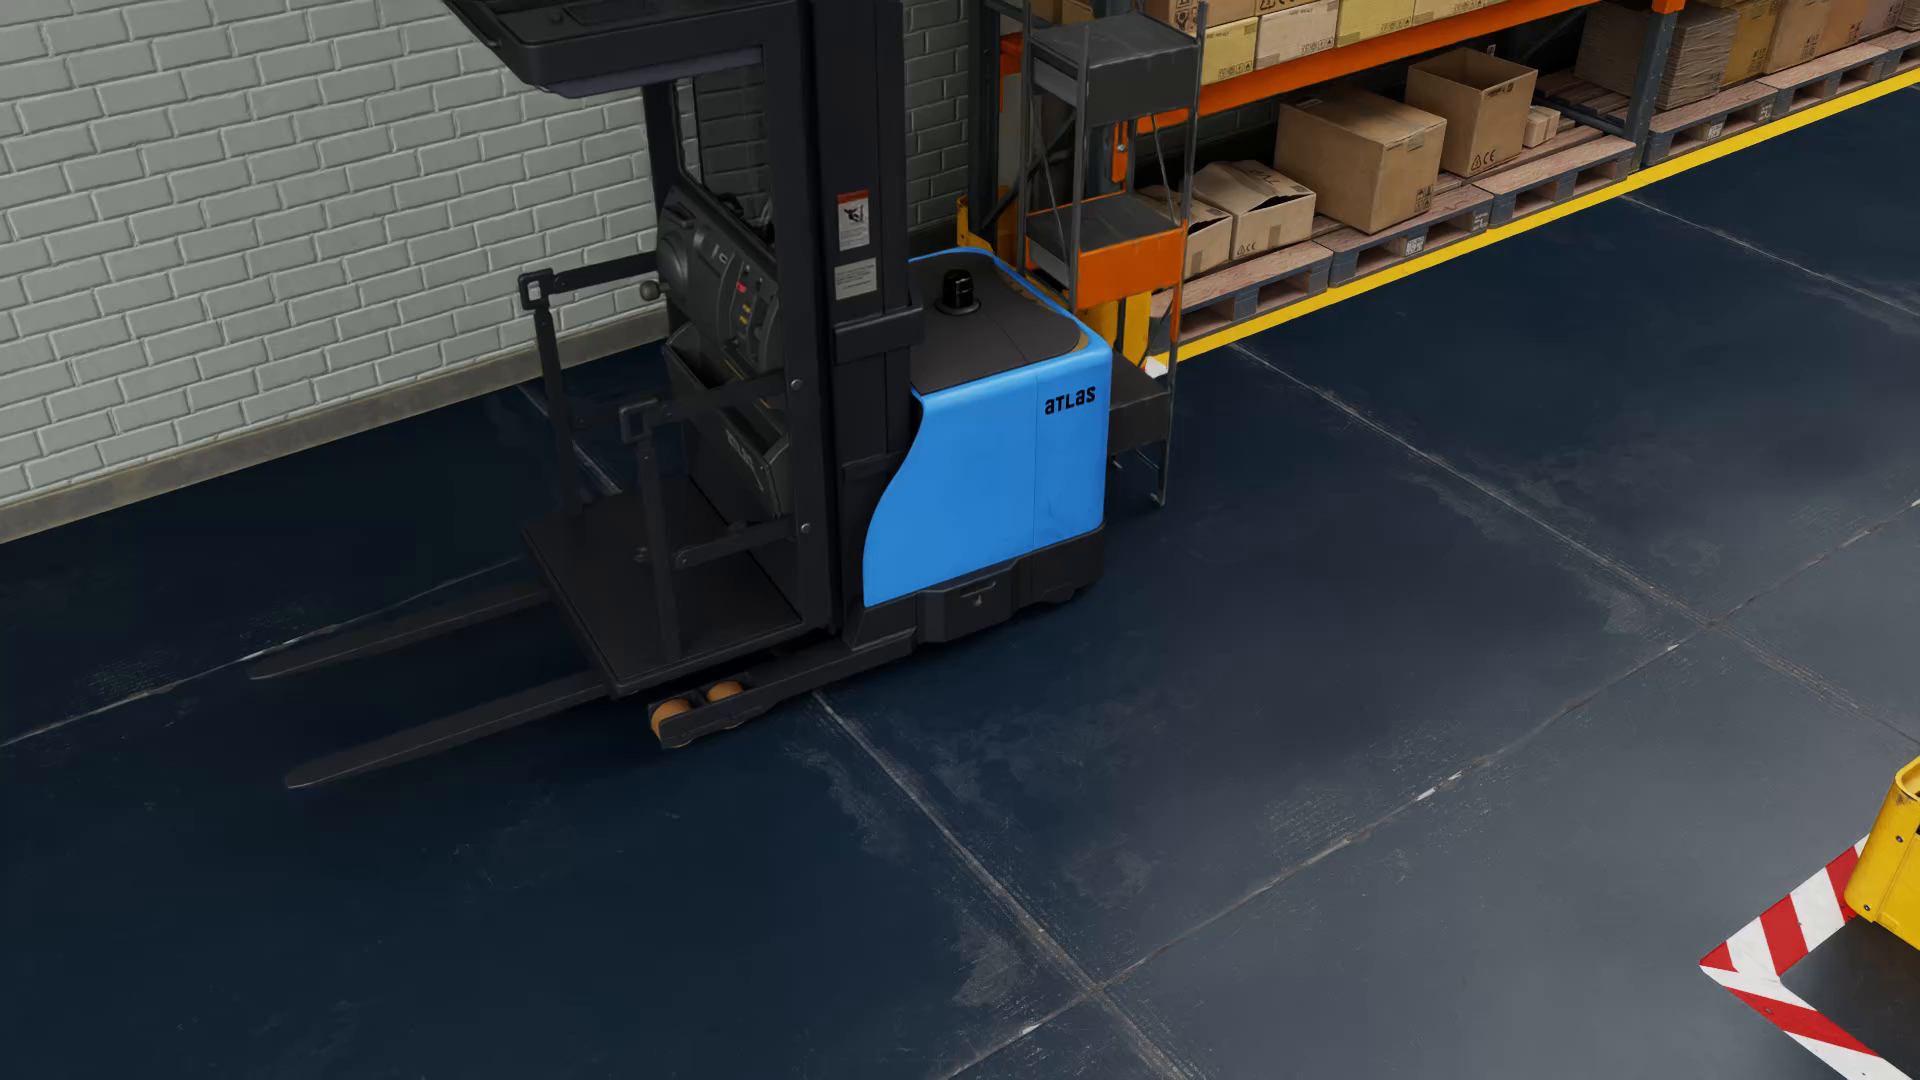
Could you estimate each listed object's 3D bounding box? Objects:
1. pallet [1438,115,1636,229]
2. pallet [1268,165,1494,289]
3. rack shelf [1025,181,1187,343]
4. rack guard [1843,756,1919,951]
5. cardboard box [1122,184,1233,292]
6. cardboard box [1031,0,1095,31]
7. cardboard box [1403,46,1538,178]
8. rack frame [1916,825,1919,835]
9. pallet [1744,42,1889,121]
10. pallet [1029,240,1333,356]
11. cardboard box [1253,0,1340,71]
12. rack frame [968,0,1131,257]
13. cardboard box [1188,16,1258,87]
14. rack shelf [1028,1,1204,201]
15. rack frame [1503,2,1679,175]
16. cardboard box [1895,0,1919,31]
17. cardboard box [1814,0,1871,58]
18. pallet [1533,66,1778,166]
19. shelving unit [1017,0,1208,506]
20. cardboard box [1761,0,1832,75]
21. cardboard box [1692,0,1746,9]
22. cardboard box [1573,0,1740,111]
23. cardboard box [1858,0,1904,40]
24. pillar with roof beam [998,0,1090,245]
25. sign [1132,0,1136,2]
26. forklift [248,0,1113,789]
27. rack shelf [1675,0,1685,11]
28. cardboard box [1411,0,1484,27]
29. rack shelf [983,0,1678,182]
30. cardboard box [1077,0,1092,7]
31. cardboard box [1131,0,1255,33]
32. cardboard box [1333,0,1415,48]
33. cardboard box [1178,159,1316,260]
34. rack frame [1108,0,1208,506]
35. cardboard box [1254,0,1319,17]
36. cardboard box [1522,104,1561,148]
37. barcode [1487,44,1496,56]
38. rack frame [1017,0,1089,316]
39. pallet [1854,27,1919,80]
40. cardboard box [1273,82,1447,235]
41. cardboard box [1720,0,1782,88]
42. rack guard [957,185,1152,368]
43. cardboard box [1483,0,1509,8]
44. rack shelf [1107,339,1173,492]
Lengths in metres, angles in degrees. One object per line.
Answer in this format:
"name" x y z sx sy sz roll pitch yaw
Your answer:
"pallet" 3.115 -2.222 9.658 1.213 0.211 1.003 -22 41 -28
"pallet" 2.116 -1.809 9.084 1.213 0.211 1.003 -22 41 -28
"rack shelf" 0.537 -1.015 6.387 0.480 0.518 0.431 -18 40 -24
"rack guard" 3.211 1.135 4.744 0.348 0.500 1.175 -22 41 -28
"cardboard box" 0.991 -1.528 8.231 0.500 0.311 0.500 -28 44 -33
"cardboard box" 0.644 -2.448 7.696 0.500 0.250 0.500 -22 41 -27
"cardboard box" 2.818 -2.392 9.271 0.500 0.500 0.500 -26 43 -31
"rack frame" 3.230 0.112 4.025 0.127 3.000 1.000 -22 41 -28
"pallet" 5.277 -3.140 10.935 1.213 0.211 1.003 -22 41 -28
"pallet" 1.120 -1.401 8.517 1.213 0.211 1.003 -22 41 -28
"cardboard box" 1.372 -2.392 7.619 0.500 0.250 0.500 -24 42 -29
"rack frame" 0.374 -2.251 7.311 0.127 3.000 1.000 -22 41 -28
"cardboard box" 0.955 -2.211 7.366 0.500 0.250 0.500 -24 42 -29
"rack shelf" 0.537 -1.584 5.978 0.480 0.518 0.431 -18 40 -24
"rack frame" 3.643 -3.597 9.182 0.127 3.000 1.000 -22 41 -28
"cardboard box" 6.354 -3.839 11.282 0.500 0.500 0.700 -22 41 -27
"cardboard box" 5.476 -3.540 10.868 0.500 0.500 0.700 -23 41 -28
"pallet" 4.279 -2.727 10.361 1.213 0.211 1.003 -22 41 -28
"shelving unit" 0.537 -1.027 6.379 0.503 2.100 0.431 -18 40 -24
"cardboard box" 5.069 -3.366 10.625 0.500 0.500 0.700 -22 41 -27
"cardboard box" 4.593 -3.470 10.128 0.500 0.250 0.500 -23 42 -29
"cardboard box" 4.235 -3.016 10.138 0.500 0.500 0.700 -21 41 -26
"cardboard box" 5.866 -3.721 11.119 0.500 0.500 0.700 -22 41 -28
"pillar with roof beam" 2.927 -3.280 3.604 0.400 9.000 9.100 -22 41 -28
"sign" 0.686 -2.344 6.698 0.005 0.325 0.100 -22 41 -28
"forklift" -0.979 -0.826 5.388 3.031 2.935 1.130 -18 40 -24
"rack shelf" 5.278 -3.977 10.327 4.000 0.370 1.077 -22 41 -28
"cardboard box" 2.206 -2.730 8.088 0.500 0.250 0.500 -22 41 -27
"rack shelf" 2.008 -2.632 8.456 4.000 0.370 1.077 -22 41 -28
"cardboard box" 0.636 -2.763 7.491 0.500 0.500 0.500 -23 42 -28
"cardboard box" 0.937 -2.520 7.154 0.500 0.500 0.500 -22 41 -28
"cardboard box" 1.791 -2.561 7.853 0.500 0.250 0.500 -23 42 -29
"cardboard box" 1.457 -1.720 8.498 0.500 0.311 0.500 -19 40 -24
"rack frame" 0.750 -1.097 6.477 0.015 2.100 0.400 -18 40 -24
"cardboard box" 1.347 -2.681 7.378 0.500 0.500 0.500 -22 41 -28
"cardboard box" 3.223 -2.431 9.610 0.250 0.166 0.380 -28 44 -33
"barcode" 3.064 -2.823 9.596 0.075 0.075 0.001 -22 41 -28
"rack frame" 0.325 -0.956 6.281 0.015 2.100 0.400 -18 40 -24
"pallet" 6.273 -3.548 11.502 1.213 0.211 1.003 -22 41 -28
"cardboard box" 2.085 -2.019 8.753 0.500 0.500 0.700 -25 43 -31
"cardboard box" 4.629 -3.214 10.413 0.500 0.500 0.700 -23 42 -29
"rack guard" 0.436 -1.262 8.076 0.348 0.500 1.175 -22 41 -28
"cardboard box" 2.616 -2.900 8.324 0.500 0.250 0.500 -23 41 -28
"rack shelf" 0.537 -0.447 6.796 0.480 0.518 0.431 -18 40 -24
